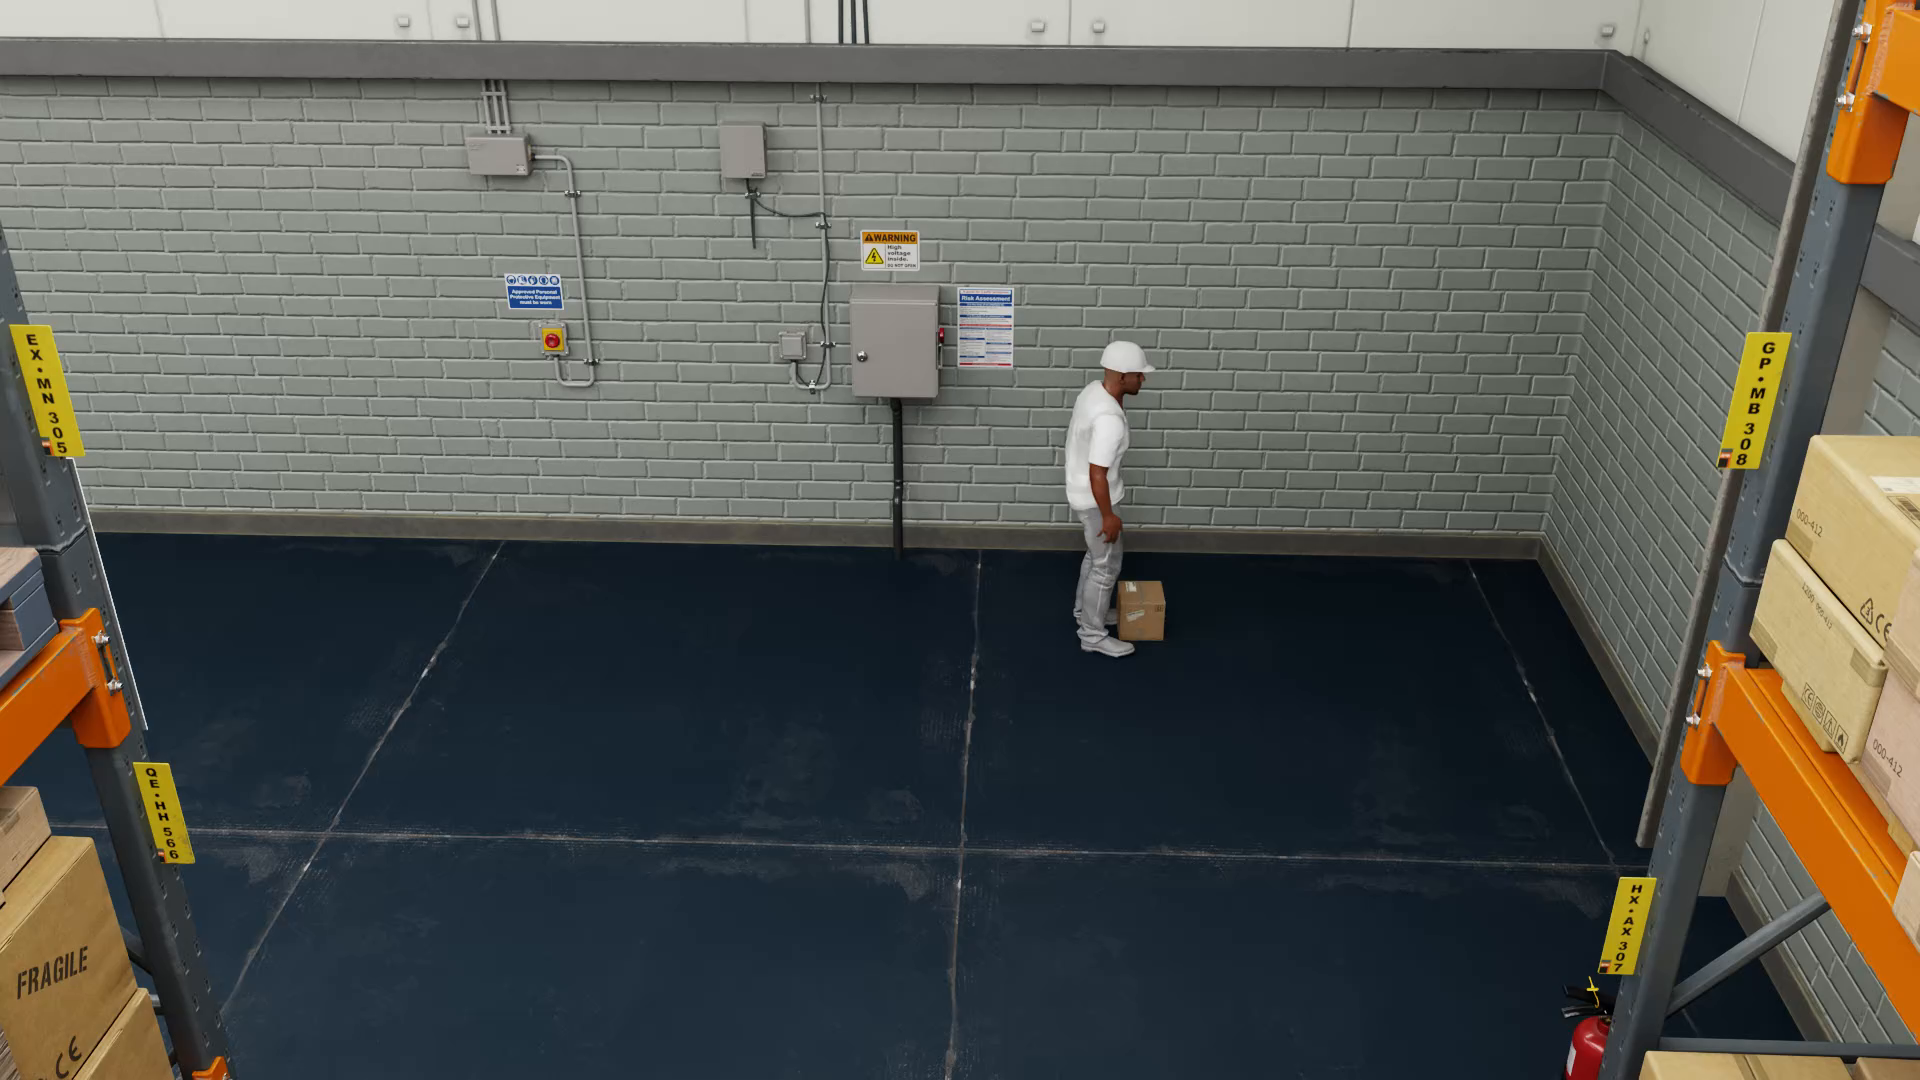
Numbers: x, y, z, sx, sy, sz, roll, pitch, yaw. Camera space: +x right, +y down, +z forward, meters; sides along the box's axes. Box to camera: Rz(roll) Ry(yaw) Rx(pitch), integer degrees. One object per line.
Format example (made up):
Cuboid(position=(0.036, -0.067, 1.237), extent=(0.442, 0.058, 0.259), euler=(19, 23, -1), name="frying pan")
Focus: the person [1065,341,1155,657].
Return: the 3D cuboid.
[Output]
Cuboid(position=(0.795, -0.247, 9.069), extent=(0.459, 1.760, 0.627), euler=(1, 28, 2), name="person")
